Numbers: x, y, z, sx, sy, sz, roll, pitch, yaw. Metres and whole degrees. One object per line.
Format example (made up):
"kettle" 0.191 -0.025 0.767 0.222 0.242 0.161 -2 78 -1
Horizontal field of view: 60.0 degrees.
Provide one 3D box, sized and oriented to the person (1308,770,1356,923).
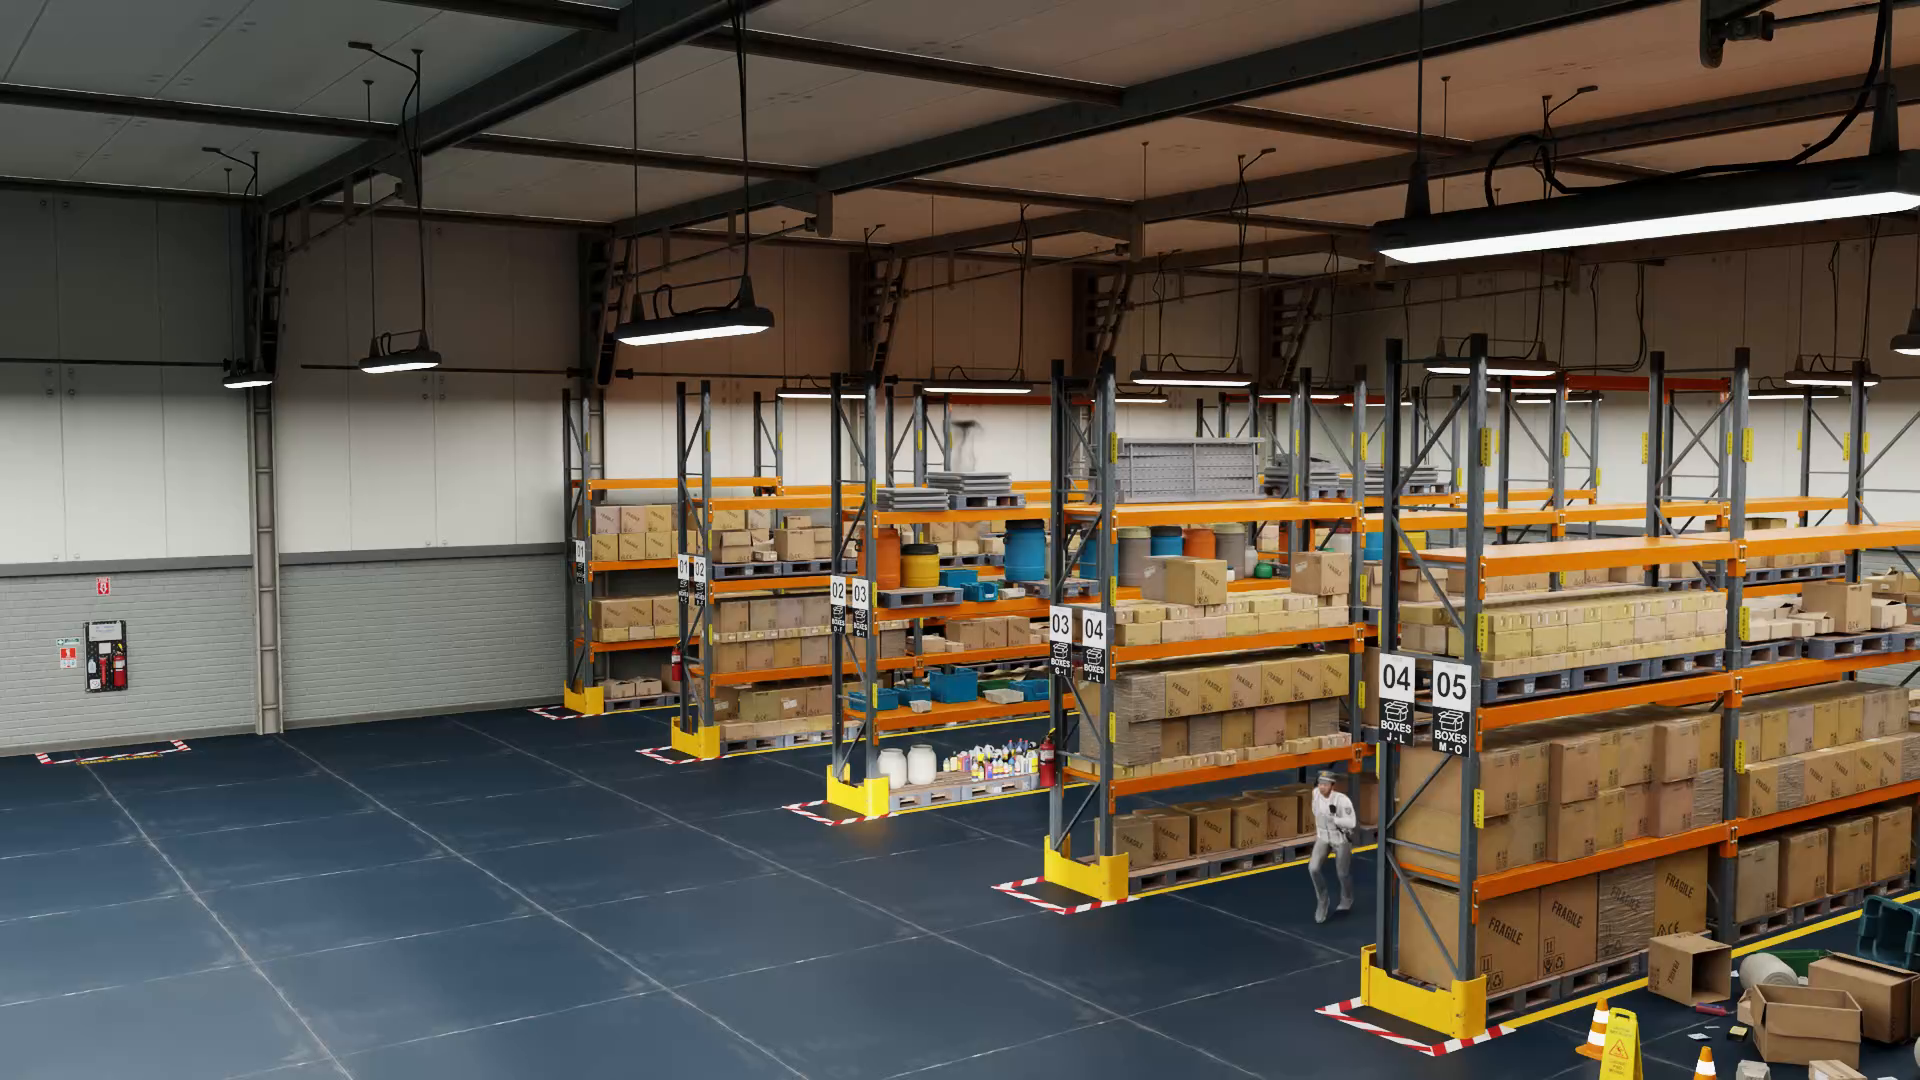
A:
"person" 3.959 3.207 17.607 0.602 1.650 0.885 2 4 34
